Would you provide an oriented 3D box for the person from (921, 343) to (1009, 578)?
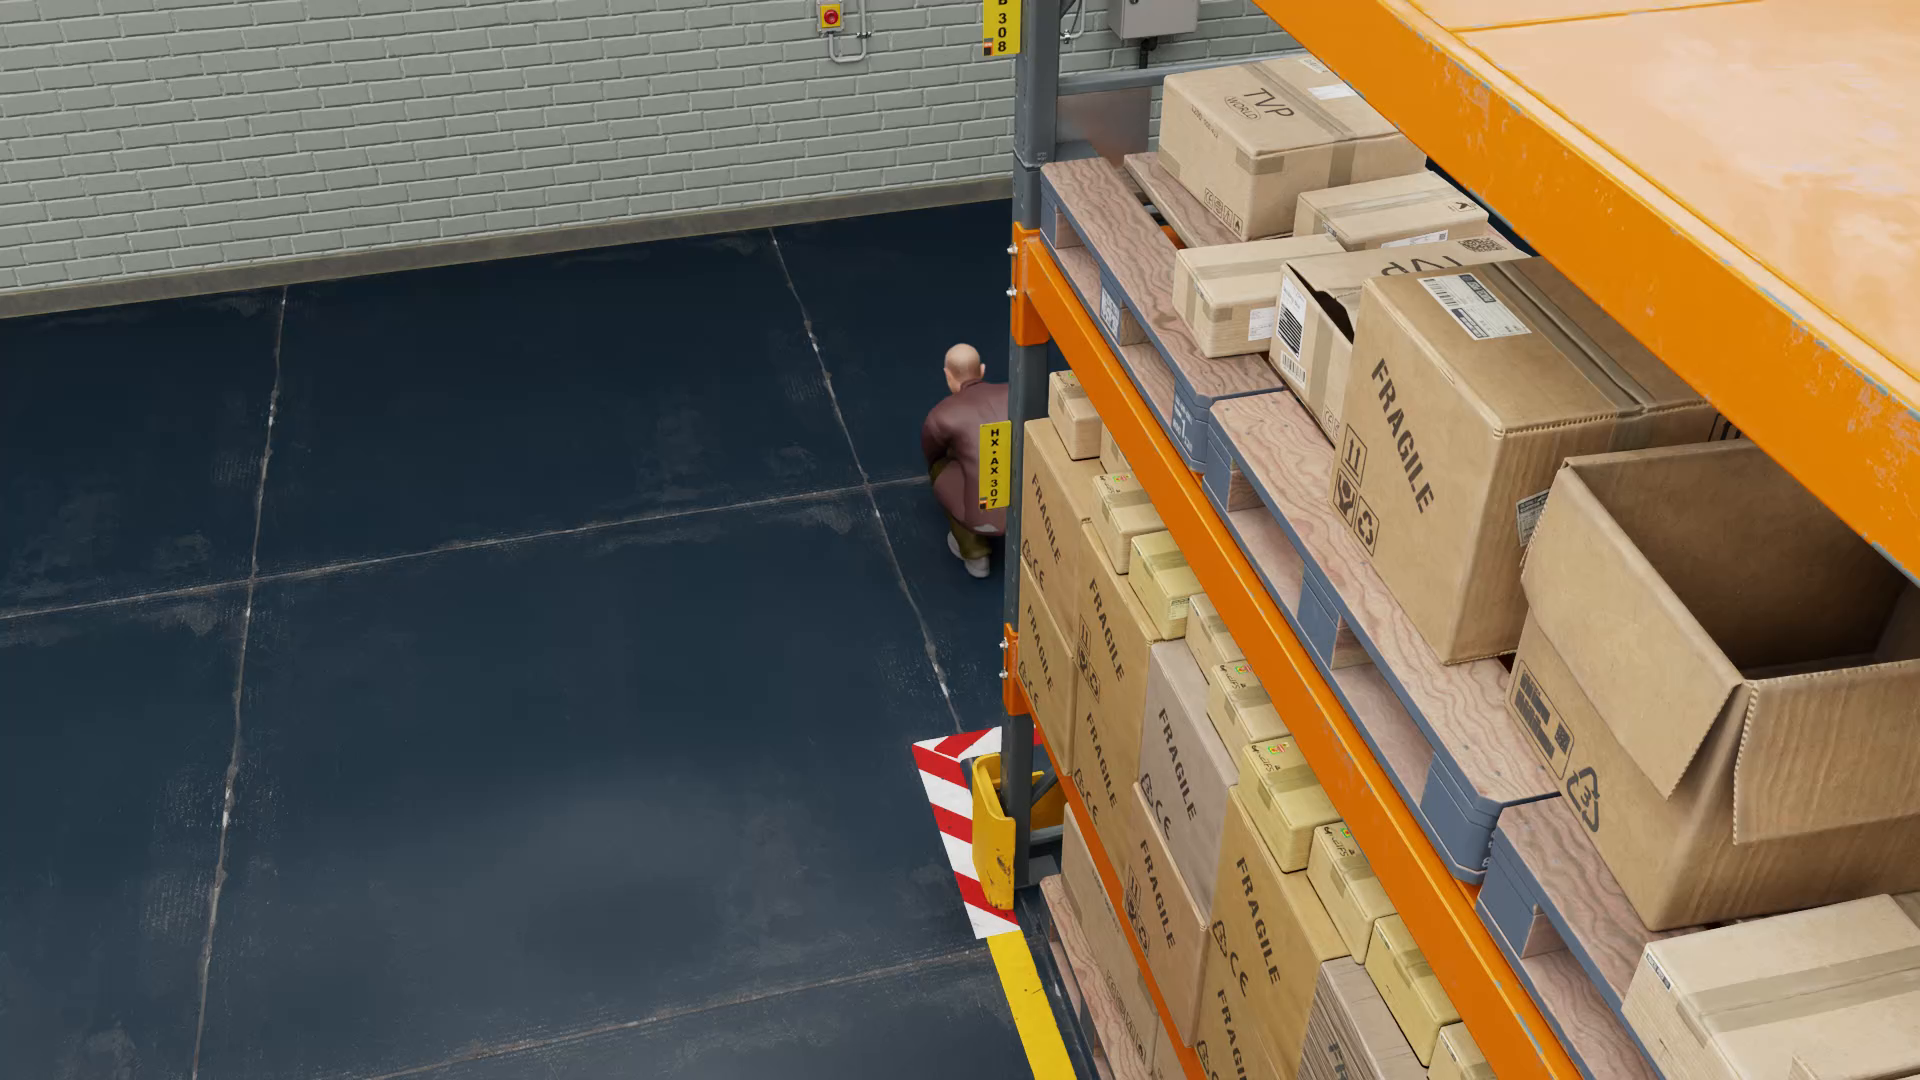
[{"bbox_3d":[0.120,-0.385,7.870,0.601,0.997,0.904,-9,39,-12],"label":"person"}]
